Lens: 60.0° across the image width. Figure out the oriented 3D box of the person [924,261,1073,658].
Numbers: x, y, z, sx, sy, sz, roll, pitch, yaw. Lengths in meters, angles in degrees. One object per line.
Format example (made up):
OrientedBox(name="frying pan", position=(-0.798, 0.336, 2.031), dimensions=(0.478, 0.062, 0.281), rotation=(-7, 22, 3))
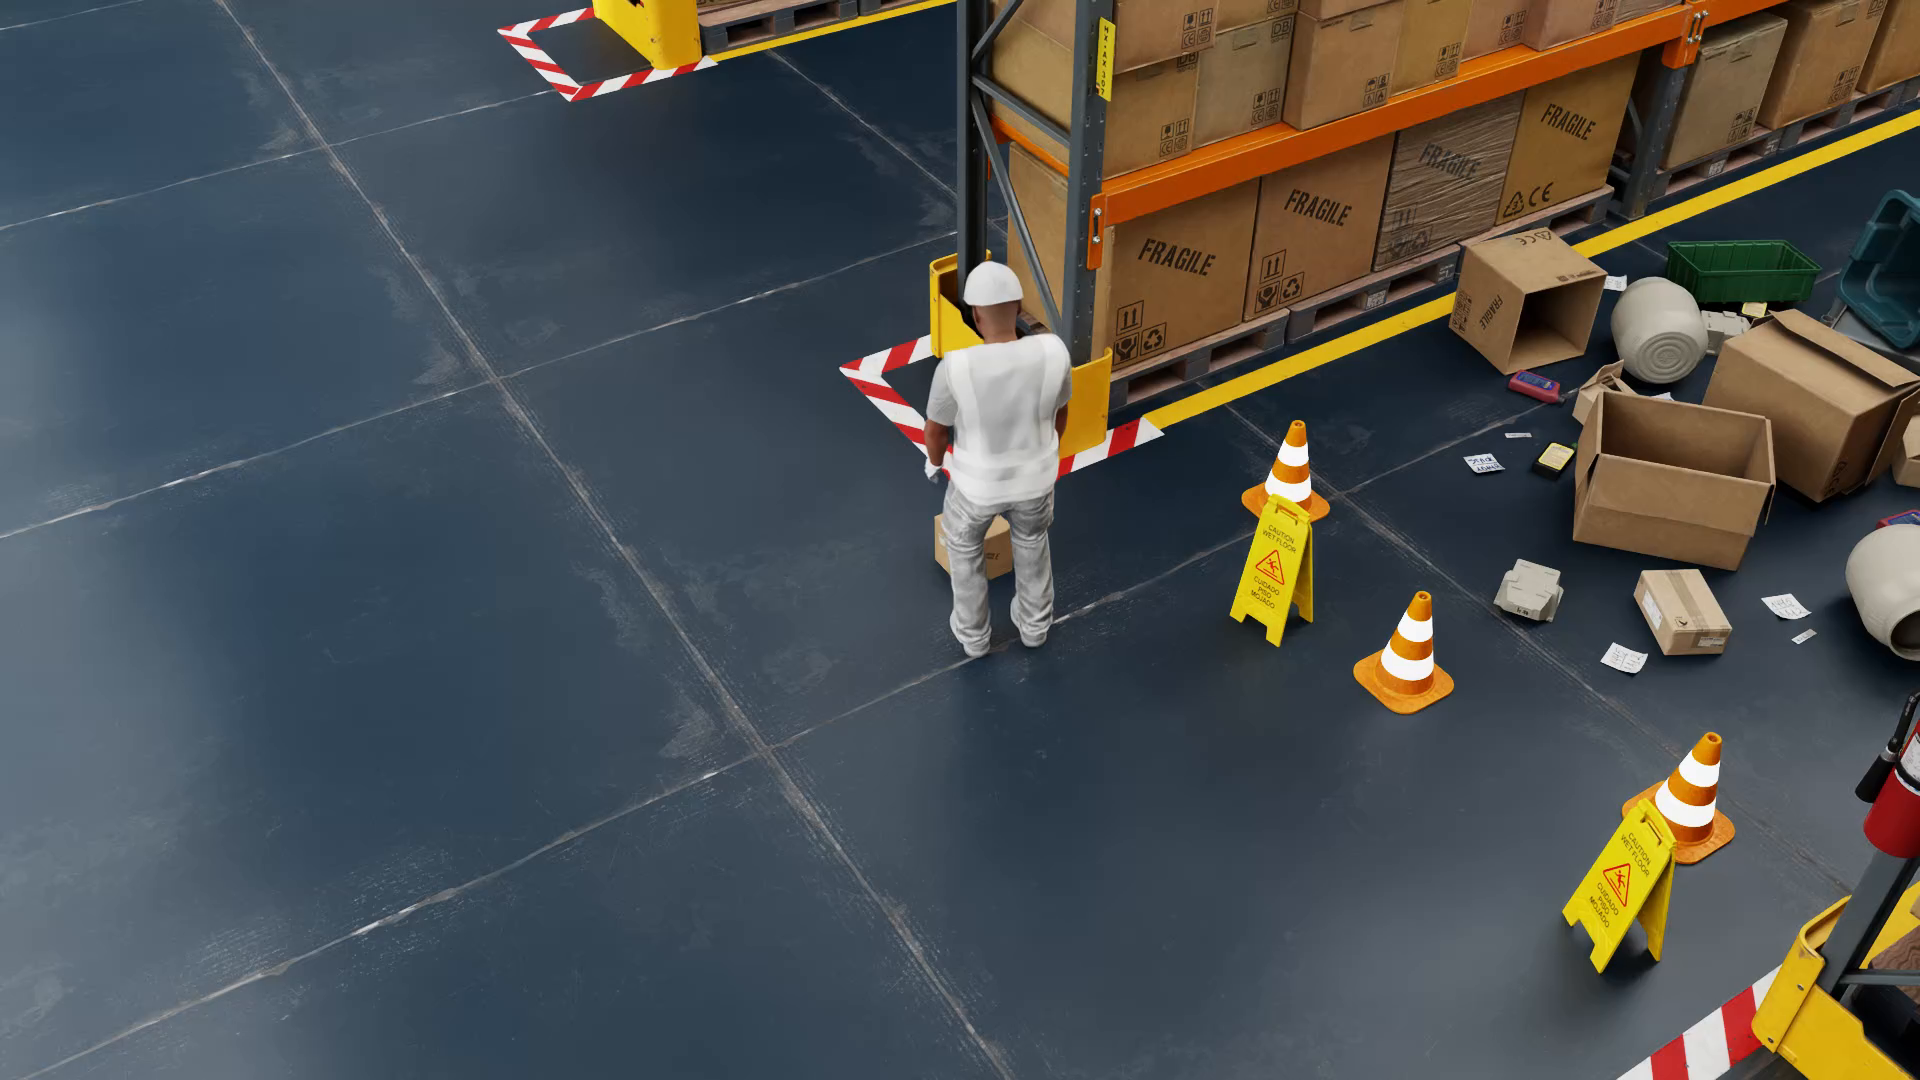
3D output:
OrientedBox(name="person", position=(0.139, -0.277, 6.495), dimensions=(0.566, 1.748, 0.427), rotation=(-8, 41, -10))
